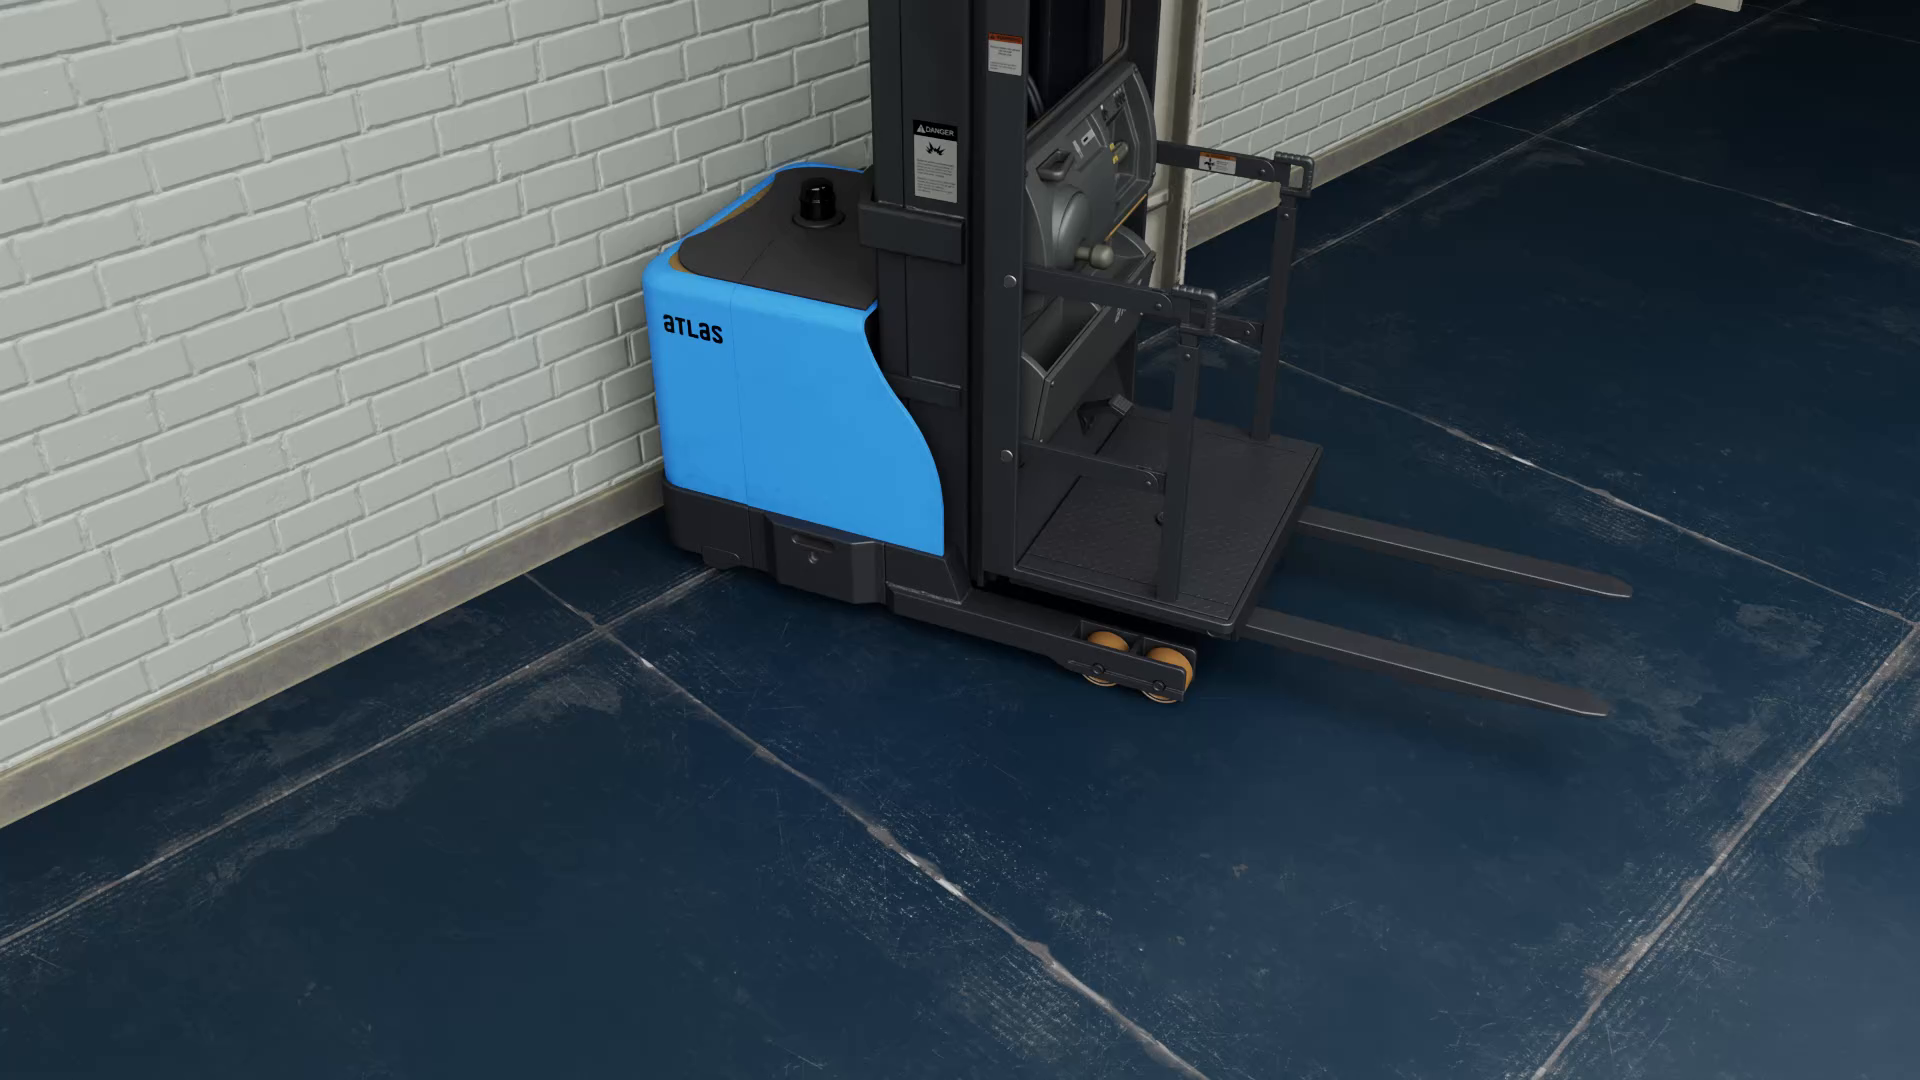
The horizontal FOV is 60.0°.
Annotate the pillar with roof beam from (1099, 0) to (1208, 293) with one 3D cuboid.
[{"bbox_3d":[3.789,-3.016,2.208,9.100,9.000,0.400,30,45,35],"label":"pillar with roof beam"}]

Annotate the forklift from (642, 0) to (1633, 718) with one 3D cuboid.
[{"bbox_3d":[0.568,-1.056,4.701,3.031,2.935,1.130,14,37,20],"label":"forklift"}]
